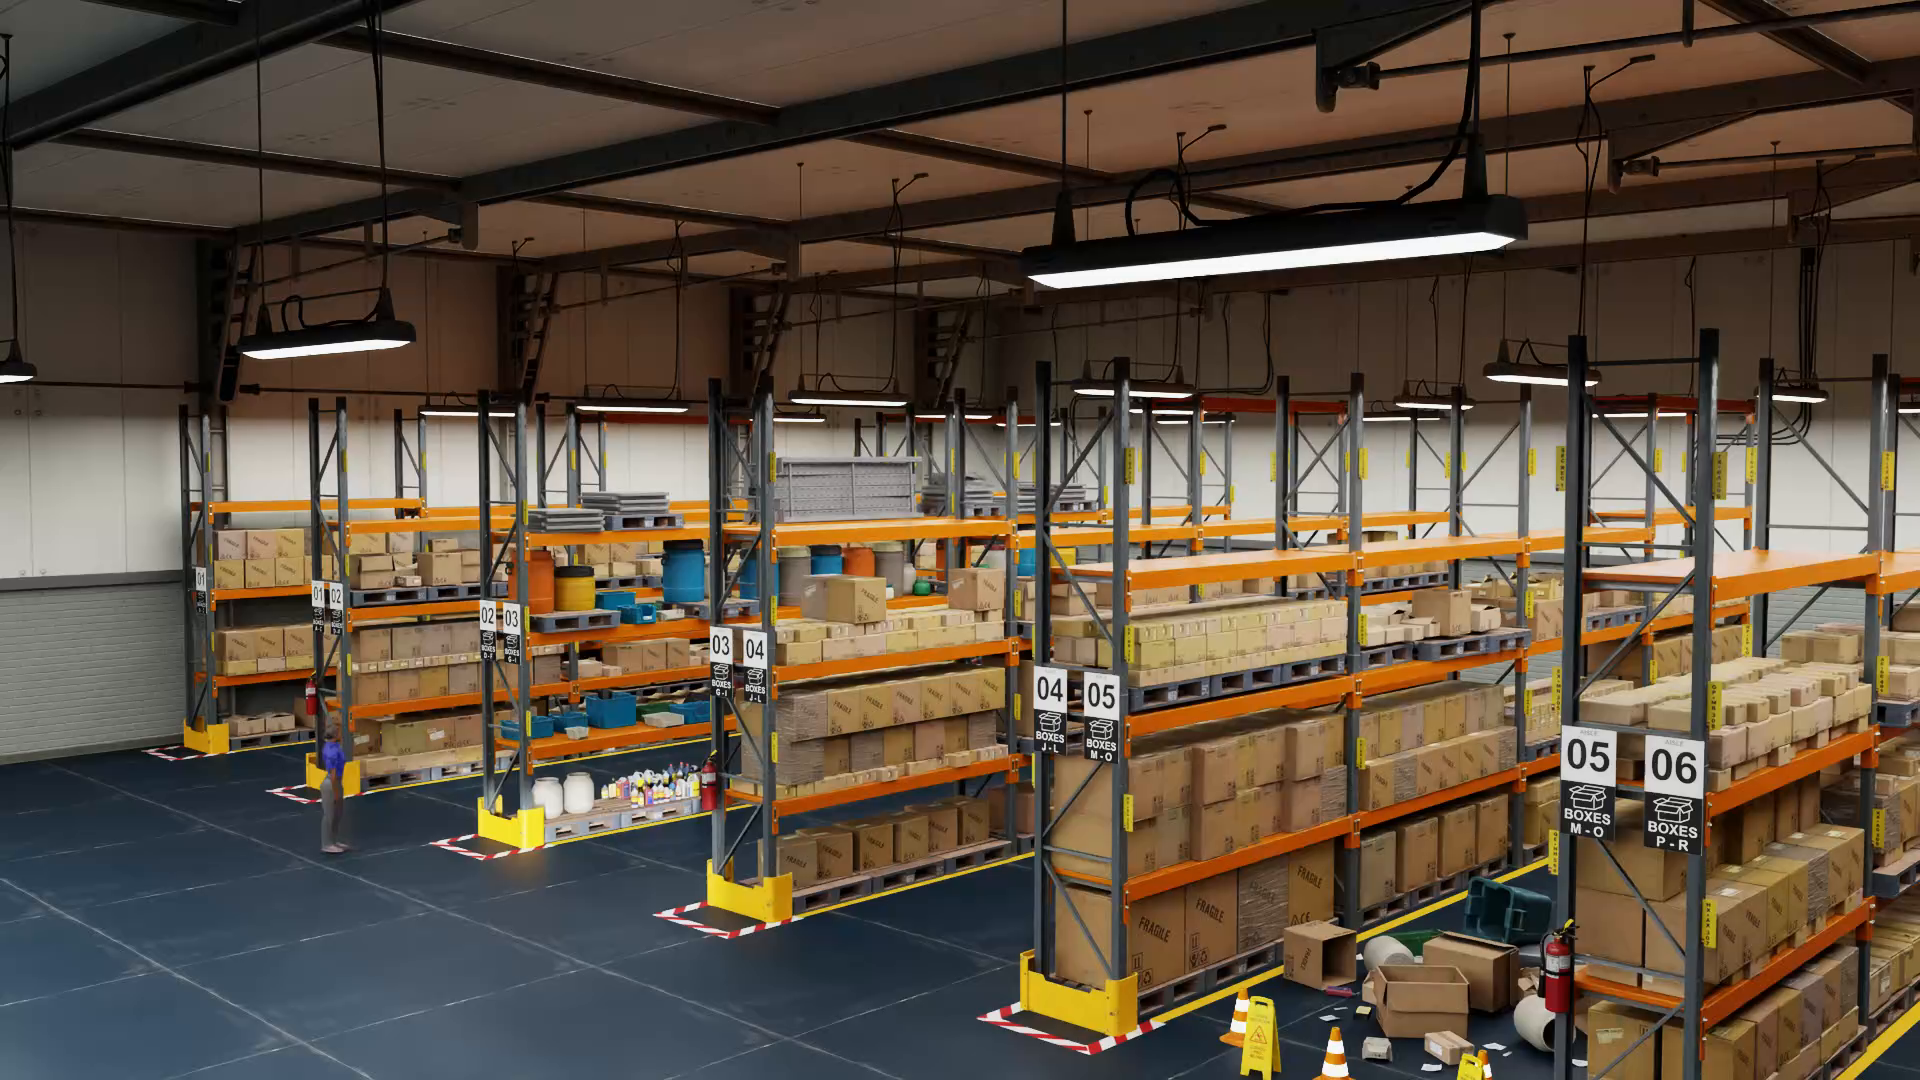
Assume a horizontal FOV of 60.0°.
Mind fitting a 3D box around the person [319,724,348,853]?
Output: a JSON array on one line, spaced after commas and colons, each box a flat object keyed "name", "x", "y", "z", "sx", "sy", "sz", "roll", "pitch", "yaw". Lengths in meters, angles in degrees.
[{"name": "person", "x": -8.084, "y": 3.208, "z": 21.470, "sx": 0.332, "sy": 1.654, "sz": 0.474, "roll": -1, "pitch": 3, "yaw": -11}]
